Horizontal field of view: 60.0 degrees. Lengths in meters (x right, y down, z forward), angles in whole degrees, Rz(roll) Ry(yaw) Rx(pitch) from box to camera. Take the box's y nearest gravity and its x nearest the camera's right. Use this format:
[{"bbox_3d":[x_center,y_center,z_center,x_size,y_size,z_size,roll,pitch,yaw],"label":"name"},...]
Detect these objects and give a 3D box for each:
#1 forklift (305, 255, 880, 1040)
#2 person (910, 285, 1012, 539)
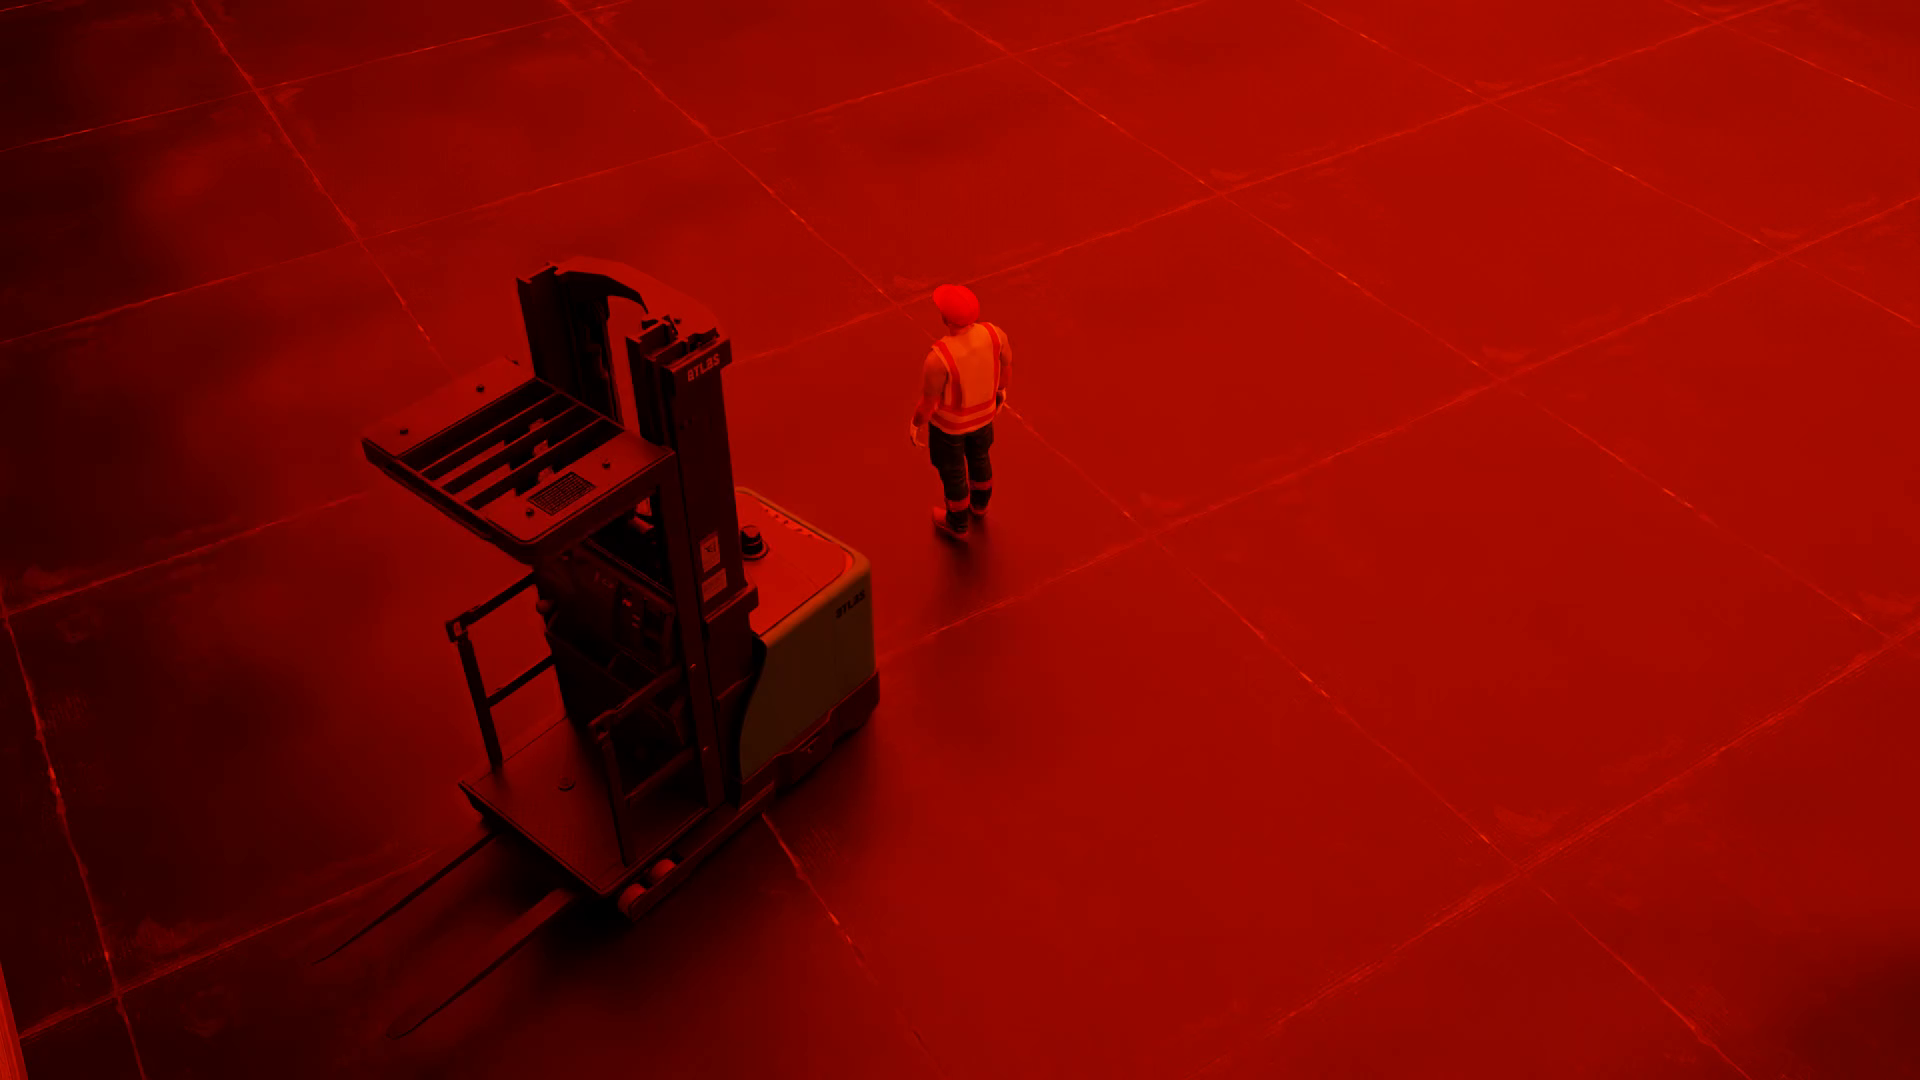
[{"bbox_3d":[-1.763,0.341,7.480,1.130,2.935,3.031,29,49,29],"label":"forklift"},{"bbox_3d":[-0.032,-0.759,9.534,0.638,1.788,0.563,-23,46,-24],"label":"person"}]
